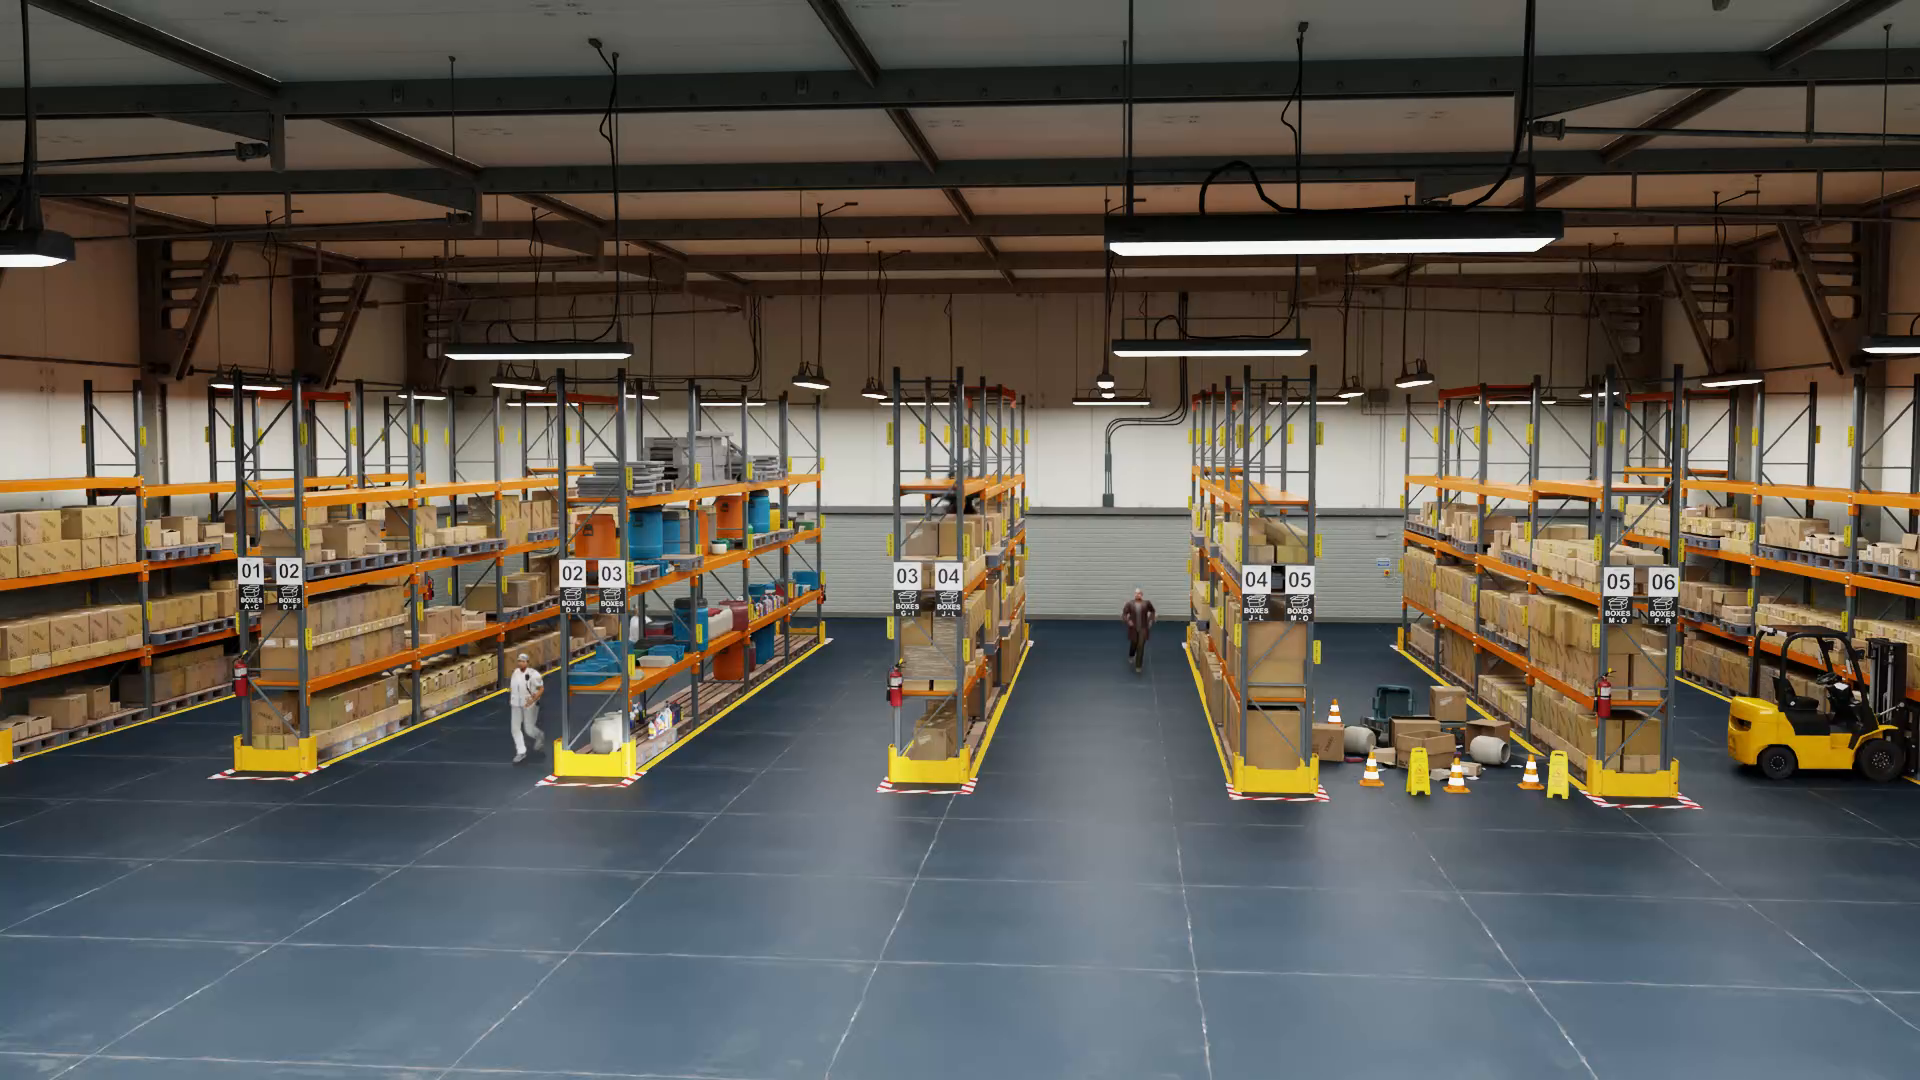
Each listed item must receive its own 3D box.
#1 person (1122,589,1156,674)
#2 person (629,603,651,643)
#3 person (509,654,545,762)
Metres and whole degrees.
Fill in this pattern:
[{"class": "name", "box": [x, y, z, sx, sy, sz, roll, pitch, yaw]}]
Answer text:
[{"class": "person", "box": [3.820, 1.924, 35.556, 0.713, 1.777, 0.927, 0, 4, 7]}, {"class": "person", "box": [-6.336, 2.104, 33.090, 0.592, 1.724, 0.858, 0, 4, 1]}, {"class": "person", "box": [-6.760, 2.583, 25.885, 0.618, 1.651, 0.701, 1, 4, 11]}]
